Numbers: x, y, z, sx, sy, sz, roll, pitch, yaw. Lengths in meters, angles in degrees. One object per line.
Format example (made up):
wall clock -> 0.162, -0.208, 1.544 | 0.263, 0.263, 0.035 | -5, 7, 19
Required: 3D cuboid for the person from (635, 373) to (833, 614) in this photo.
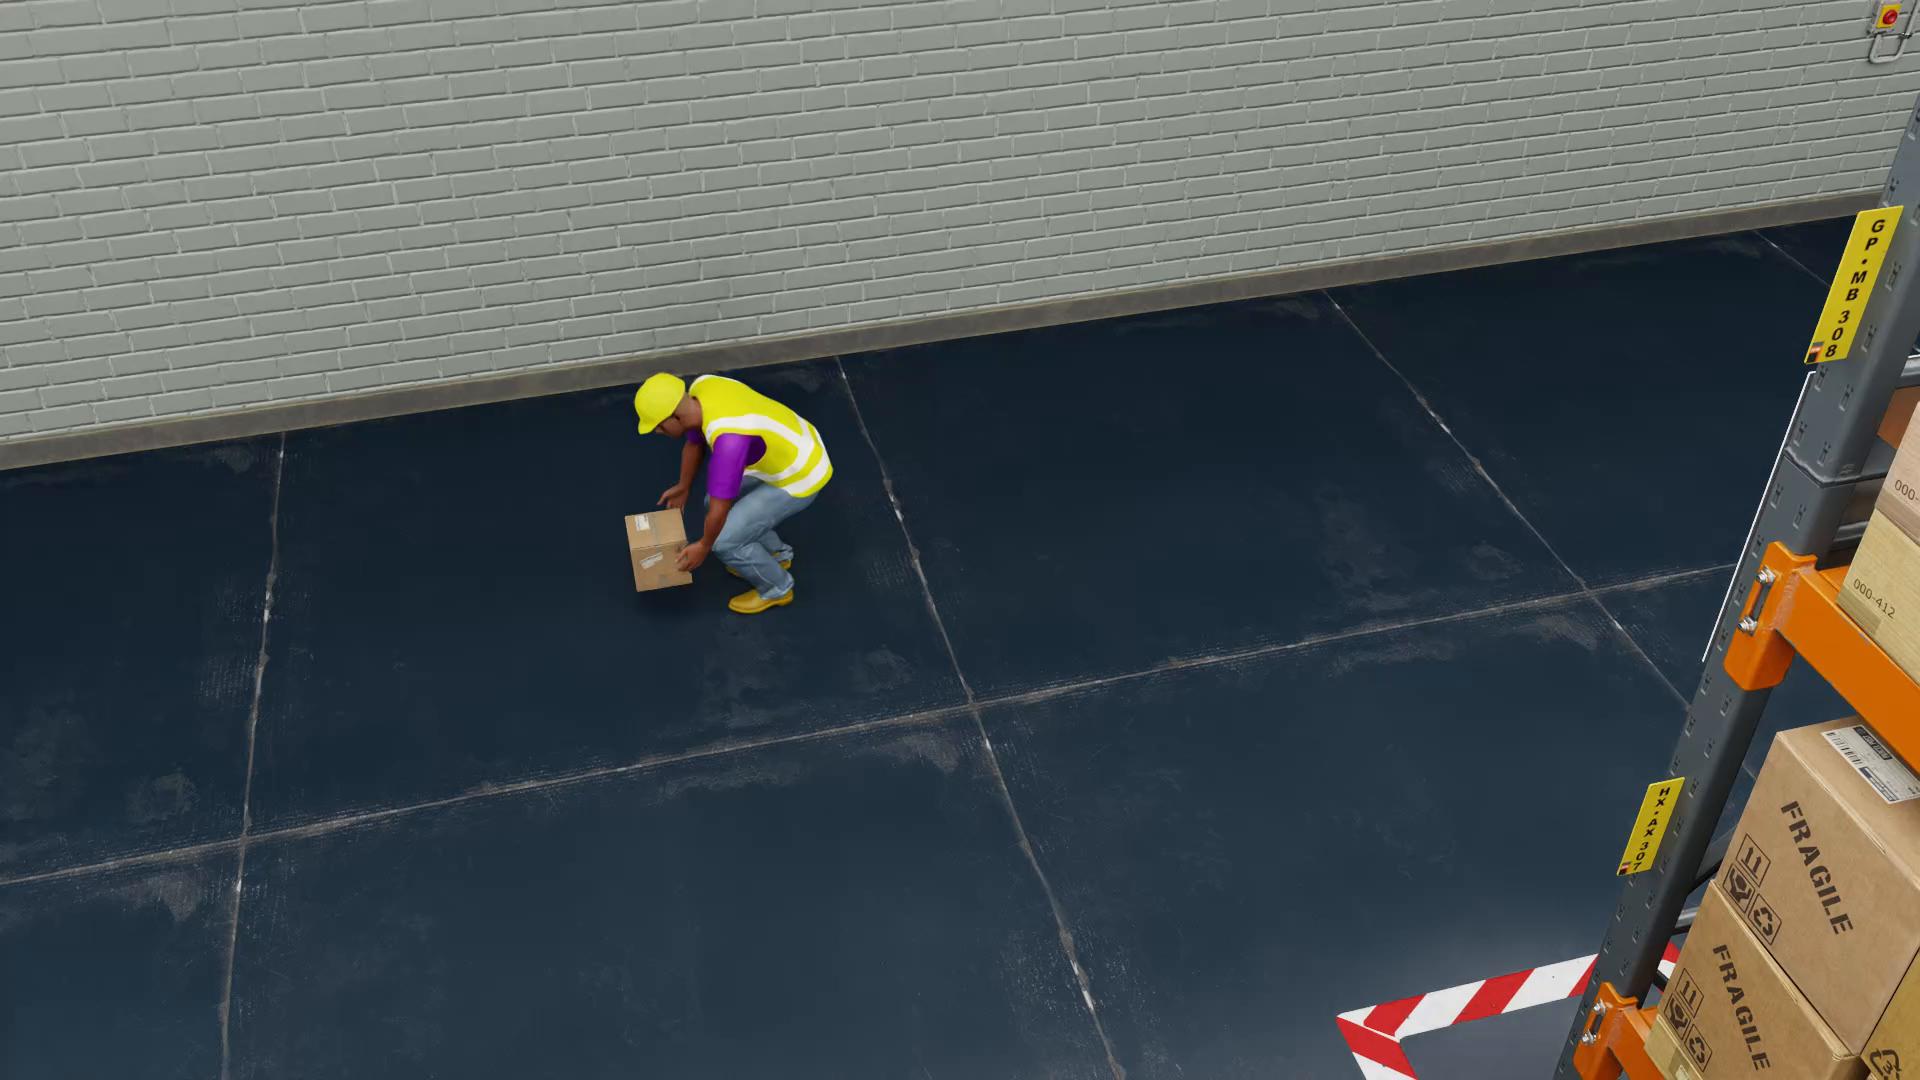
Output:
person -> -0.977, -0.238, 7.416 | 0.823, 1.257, 0.626 | -9, 39, -12
